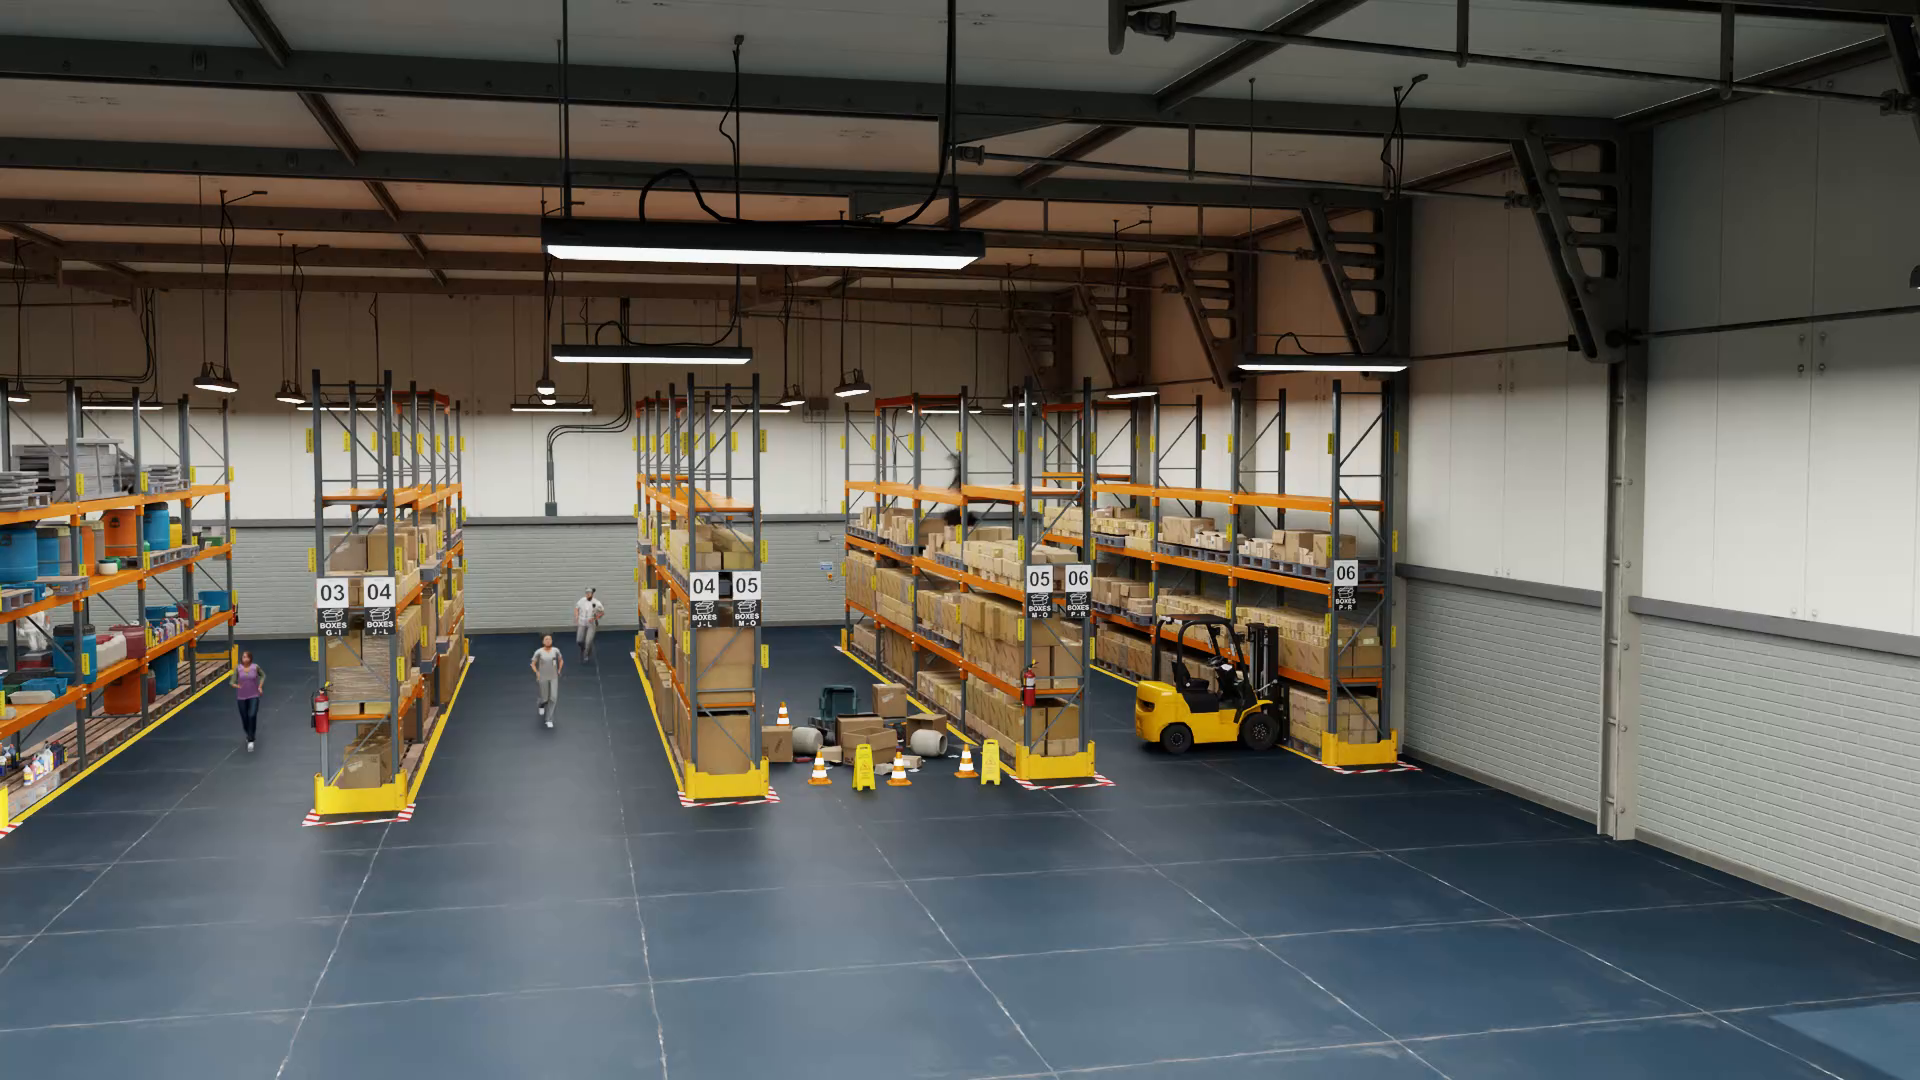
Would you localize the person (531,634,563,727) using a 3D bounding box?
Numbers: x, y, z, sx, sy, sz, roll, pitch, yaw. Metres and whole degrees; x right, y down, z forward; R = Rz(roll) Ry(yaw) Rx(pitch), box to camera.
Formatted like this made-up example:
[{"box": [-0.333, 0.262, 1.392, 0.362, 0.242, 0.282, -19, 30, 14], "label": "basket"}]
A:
[{"box": [-7.355, 2.485, 29.670, 0.576, 1.650, 0.711, -2, 4, -25], "label": "person"}]

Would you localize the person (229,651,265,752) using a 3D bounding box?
[{"box": [-11.708, 2.626, 27.334, 0.536, 1.585, 0.875, -1, 3, -20], "label": "person"}]

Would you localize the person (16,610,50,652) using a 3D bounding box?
[{"box": [-20.383, 2.030, 36.587, 0.579, 1.749, 0.716, 2, 4, 37], "label": "person"}]

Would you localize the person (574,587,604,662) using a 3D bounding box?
[{"box": [-8.532, 1.932, 38.189, 0.695, 1.742, 0.536, 0, 3, 0], "label": "person"}]
